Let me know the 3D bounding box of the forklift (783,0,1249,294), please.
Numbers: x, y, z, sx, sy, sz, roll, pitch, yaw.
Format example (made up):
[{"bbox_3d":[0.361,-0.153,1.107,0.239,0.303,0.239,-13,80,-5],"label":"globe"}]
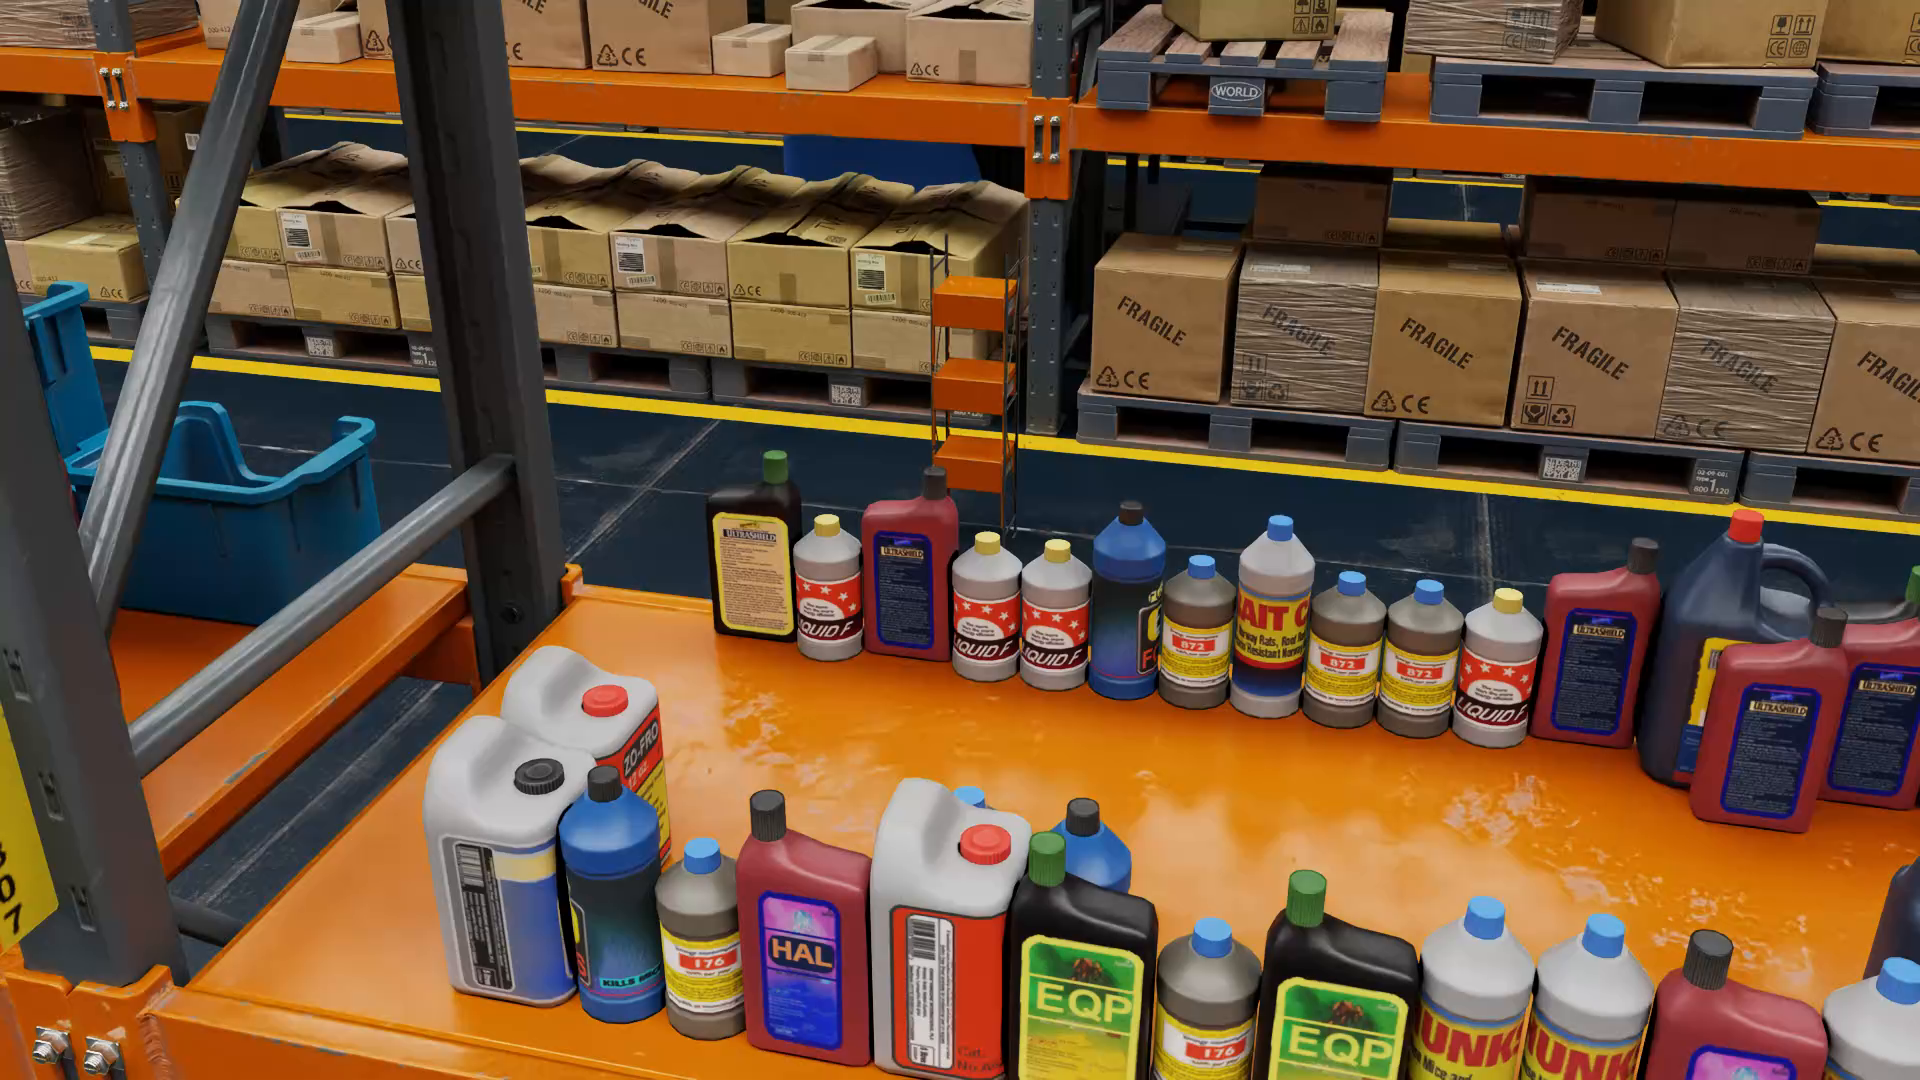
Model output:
[{"bbox_3d":[0.672,-2.737,8.088,3.031,2.935,1.130,5,26,11],"label":"forklift"}]

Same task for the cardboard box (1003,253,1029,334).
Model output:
[{"bbox_3d":[0.012,-1.102,7.284,0.500,0.250,0.500,6,26,13],"label":"cardboard box"}]

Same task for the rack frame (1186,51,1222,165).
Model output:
[{"bbox_3d":[1.676,-4.038,10.742,0.127,3.000,1.000,6,26,13],"label":"rack frame"}]

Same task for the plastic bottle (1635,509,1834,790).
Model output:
[{"bbox_3d":[0.958,0.131,2.042,0.185,0.351,0.144,6,26,13],"label":"plastic bottle"}]

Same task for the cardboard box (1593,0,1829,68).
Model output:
[{"bbox_3d":[2.594,-1.945,5.741,0.500,0.500,0.700,0,25,0],"label":"cardboard box"}]

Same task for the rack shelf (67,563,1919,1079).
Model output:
[{"bbox_3d":[1.146,0.626,1.783,4.000,0.370,1.077,6,26,13],"label":"rack shelf"}]

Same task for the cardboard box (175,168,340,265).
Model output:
[{"bbox_3d":[-3.089,-1.457,7.378,0.500,0.311,0.500,6,26,13],"label":"cardboard box"}]

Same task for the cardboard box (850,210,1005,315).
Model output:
[{"bbox_3d":[-0.122,-1.130,6.692,0.500,0.311,0.500,7,26,14],"label":"cardboard box"}]

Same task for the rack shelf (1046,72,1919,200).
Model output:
[{"bbox_3d":[2.383,-1.436,6.114,4.000,0.370,1.077,6,26,13],"label":"rack shelf"}]

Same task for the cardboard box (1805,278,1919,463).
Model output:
[{"bbox_3d":[3.294,-0.607,5.931,0.500,0.500,0.500,6,26,13],"label":"cardboard box"}]

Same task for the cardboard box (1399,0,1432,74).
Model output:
[{"bbox_3d":[3.203,-3.027,10.631,0.750,0.750,0.750,6,26,13],"label":"cardboard box"}]

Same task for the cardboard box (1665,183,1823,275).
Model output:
[{"bbox_3d":[2.944,-1.216,6.338,0.500,0.250,0.500,6,26,13],"label":"cardboard box"}]

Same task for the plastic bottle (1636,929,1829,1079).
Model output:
[{"bbox_3d":[0.655,0.463,1.424,0.133,0.283,0.061,6,26,13],"label":"plastic bottle"}]

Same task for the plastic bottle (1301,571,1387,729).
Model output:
[{"bbox_3d":[0.509,0.139,2.200,0.097,0.201,0.097,0,25,0],"label":"plastic bottle"}]

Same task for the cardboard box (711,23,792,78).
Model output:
[{"bbox_3d":[-0.803,-1.975,6.701,0.250,0.149,0.380,8,27,17],"label":"cardboard box"}]

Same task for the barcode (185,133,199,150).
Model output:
[{"bbox_3d":[-3.284,-1.706,7.123,0.075,0.075,0.001,6,26,13],"label":"barcode"}]

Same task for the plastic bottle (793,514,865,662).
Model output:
[{"bbox_3d":[-0.186,0.062,2.361,0.097,0.201,0.097,0,25,0],"label":"plastic bottle"}]

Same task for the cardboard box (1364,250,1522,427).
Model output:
[{"bbox_3d":[1.809,-0.768,6.270,0.500,0.500,0.500,6,26,12],"label":"cardboard box"}]

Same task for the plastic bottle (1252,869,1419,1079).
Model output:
[{"bbox_3d":[0.338,0.428,1.498,0.133,0.283,0.061,6,26,13],"label":"plastic bottle"}]

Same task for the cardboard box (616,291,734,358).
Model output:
[{"bbox_3d":[-1.110,-0.987,7.043,0.500,0.250,0.500,7,26,14],"label":"cardboard box"}]

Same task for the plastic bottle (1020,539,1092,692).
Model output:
[{"bbox_3d":[0.132,0.097,2.288,0.097,0.201,0.097,0,25,0],"label":"plastic bottle"}]

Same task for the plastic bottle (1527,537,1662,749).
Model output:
[{"bbox_3d":[0.814,0.127,2.129,0.133,0.283,0.061,6,26,13],"label":"plastic bottle"}]

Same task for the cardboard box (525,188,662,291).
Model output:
[{"bbox_3d":[-1.600,-1.293,7.033,0.500,0.311,0.500,7,26,14],"label":"cardboard box"}]

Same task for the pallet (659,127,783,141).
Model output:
[{"bbox_3d":[-1.443,-3.124,12.067,1.213,0.211,1.003,6,26,13],"label":"pallet"}]

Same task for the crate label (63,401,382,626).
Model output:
[{"bbox_3d":[-1.106,-0.039,2.537,0.416,0.233,0.303,6,26,13],"label":"crate label"}]

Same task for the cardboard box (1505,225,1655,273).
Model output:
[{"bbox_3d":[2.421,-0.934,6.618,0.500,0.500,0.500,5,26,11],"label":"cardboard box"}]

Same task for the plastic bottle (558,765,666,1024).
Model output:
[{"bbox_3d":[-0.347,0.349,1.676,0.097,0.271,0.097,0,25,0],"label":"plastic bottle"}]

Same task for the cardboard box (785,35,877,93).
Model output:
[{"bbox_3d":[-0.494,-1.843,6.424,0.250,0.149,0.380,6,26,13],"label":"cardboard box"}]

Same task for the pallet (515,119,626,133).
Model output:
[{"bbox_3d":[-2.857,-3.264,12.361,1.213,0.211,1.003,6,26,13],"label":"pallet"}]

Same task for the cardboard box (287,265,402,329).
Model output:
[{"bbox_3d":[-2.604,-1.150,7.386,0.500,0.250,0.500,7,26,14],"label":"cardboard box"}]

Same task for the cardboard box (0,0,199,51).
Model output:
[{"bbox_3d":[-3.859,-2.493,7.381,0.500,0.500,0.700,6,26,12],"label":"cardboard box"}]

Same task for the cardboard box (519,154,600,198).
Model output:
[{"bbox_3d":[-1.976,-1.573,7.623,0.500,0.311,0.500,6,26,13],"label":"cardboard box"}]

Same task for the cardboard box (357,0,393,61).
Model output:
[{"bbox_3d":[-2.178,-2.303,6.982,0.500,0.500,0.500,8,27,17],"label":"cardboard box"}]

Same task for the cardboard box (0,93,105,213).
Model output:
[{"bbox_3d":[-4.285,-1.920,8.132,0.500,0.500,0.500,6,26,13],"label":"cardboard box"}]

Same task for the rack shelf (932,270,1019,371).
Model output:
[{"bbox_3d":[0.052,-0.715,5.395,0.240,0.259,0.215,6,26,13],"label":"rack shelf"}]

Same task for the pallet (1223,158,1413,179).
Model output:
[{"bbox_3d":[2.421,-2.663,11.098,1.213,0.211,1.003,6,26,13],"label":"pallet"}]

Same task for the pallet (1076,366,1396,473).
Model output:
[{"bbox_3d":[1.160,-0.620,6.808,1.213,0.211,1.003,6,26,13],"label":"pallet"}]

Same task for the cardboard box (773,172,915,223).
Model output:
[{"bbox_3d":[-0.499,-1.407,7.275,0.500,0.311,0.500,6,26,12],"label":"cardboard box"}]

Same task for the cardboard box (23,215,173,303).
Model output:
[{"bbox_3d":[-3.931,-1.310,7.723,0.500,0.250,0.500,6,26,13],"label":"cardboard box"}]

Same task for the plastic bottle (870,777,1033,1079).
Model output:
[{"bbox_3d":[-0.004,0.373,1.621,0.135,0.276,0.152,6,26,13],"label":"plastic bottle"}]

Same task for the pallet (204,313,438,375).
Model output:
[{"bbox_3d":[-2.704,-1.082,7.776,1.213,0.211,1.003,6,26,13],"label":"pallet"}]

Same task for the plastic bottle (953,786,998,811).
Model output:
[{"bbox_3d":[0.009,0.353,1.750,0.097,0.201,0.097,0,25,0],"label":"plastic bottle"}]

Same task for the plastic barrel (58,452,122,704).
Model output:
[{"bbox_3d":[-1.316,0.102,1.889,0.708,0.536,0.600,6,26,13],"label":"plastic barrel"}]

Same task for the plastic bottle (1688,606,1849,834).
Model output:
[{"bbox_3d":[0.957,0.207,1.961,0.133,0.283,0.061,6,26,13],"label":"plastic bottle"}]

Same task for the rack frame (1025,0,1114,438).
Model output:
[{"bbox_3d":[0.446,-1.975,6.409,0.127,3.000,1.000,6,26,13],"label":"rack frame"}]

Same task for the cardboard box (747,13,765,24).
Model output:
[{"bbox_3d":[-1.481,-3.464,11.933,0.500,0.500,0.700,7,26,15],"label":"cardboard box"}]

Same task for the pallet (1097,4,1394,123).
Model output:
[{"bbox_3d":[1.120,-1.845,6.359,1.003,0.211,1.213,6,26,13],"label":"pallet"}]

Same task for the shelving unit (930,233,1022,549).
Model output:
[{"bbox_3d":[0.052,-0.468,5.512,0.252,1.050,0.215,6,26,13],"label":"shelving unit"}]
